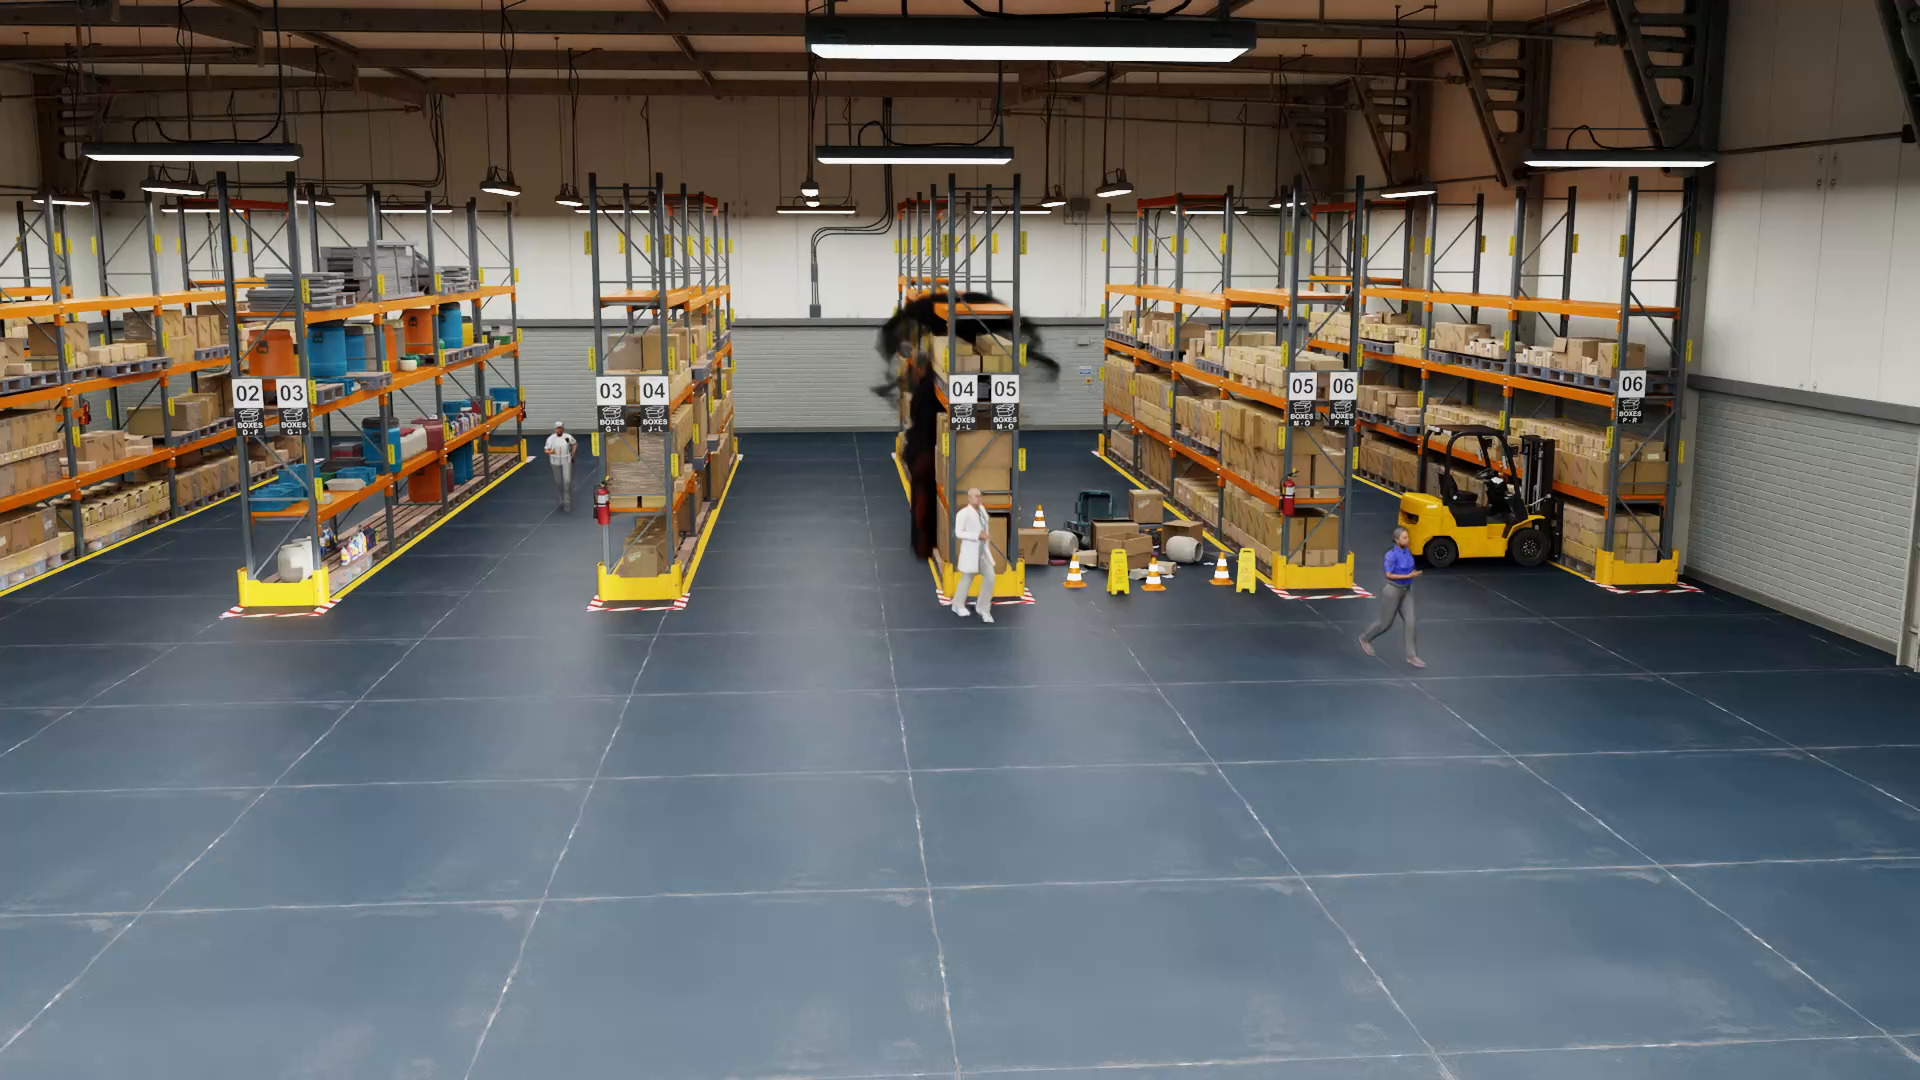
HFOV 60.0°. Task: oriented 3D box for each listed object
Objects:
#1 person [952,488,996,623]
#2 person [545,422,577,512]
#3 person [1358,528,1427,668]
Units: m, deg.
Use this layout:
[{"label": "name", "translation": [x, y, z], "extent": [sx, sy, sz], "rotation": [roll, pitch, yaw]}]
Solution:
[{"label": "person", "translation": [0.195, 0.218, 22.422], "extent": [0.697, 1.854, 0.765], "rotation": [-9, 13, -41]}, {"label": "person", "translation": [-7.680, -1.427, 32.035], "extent": [0.591, 1.725, 0.794], "rotation": [-1, 10, -7]}, {"label": "person", "translation": [5.255, 0.660, 20.008], "extent": [0.577, 1.639, 0.926], "rotation": [-8, 13, -37]}]
